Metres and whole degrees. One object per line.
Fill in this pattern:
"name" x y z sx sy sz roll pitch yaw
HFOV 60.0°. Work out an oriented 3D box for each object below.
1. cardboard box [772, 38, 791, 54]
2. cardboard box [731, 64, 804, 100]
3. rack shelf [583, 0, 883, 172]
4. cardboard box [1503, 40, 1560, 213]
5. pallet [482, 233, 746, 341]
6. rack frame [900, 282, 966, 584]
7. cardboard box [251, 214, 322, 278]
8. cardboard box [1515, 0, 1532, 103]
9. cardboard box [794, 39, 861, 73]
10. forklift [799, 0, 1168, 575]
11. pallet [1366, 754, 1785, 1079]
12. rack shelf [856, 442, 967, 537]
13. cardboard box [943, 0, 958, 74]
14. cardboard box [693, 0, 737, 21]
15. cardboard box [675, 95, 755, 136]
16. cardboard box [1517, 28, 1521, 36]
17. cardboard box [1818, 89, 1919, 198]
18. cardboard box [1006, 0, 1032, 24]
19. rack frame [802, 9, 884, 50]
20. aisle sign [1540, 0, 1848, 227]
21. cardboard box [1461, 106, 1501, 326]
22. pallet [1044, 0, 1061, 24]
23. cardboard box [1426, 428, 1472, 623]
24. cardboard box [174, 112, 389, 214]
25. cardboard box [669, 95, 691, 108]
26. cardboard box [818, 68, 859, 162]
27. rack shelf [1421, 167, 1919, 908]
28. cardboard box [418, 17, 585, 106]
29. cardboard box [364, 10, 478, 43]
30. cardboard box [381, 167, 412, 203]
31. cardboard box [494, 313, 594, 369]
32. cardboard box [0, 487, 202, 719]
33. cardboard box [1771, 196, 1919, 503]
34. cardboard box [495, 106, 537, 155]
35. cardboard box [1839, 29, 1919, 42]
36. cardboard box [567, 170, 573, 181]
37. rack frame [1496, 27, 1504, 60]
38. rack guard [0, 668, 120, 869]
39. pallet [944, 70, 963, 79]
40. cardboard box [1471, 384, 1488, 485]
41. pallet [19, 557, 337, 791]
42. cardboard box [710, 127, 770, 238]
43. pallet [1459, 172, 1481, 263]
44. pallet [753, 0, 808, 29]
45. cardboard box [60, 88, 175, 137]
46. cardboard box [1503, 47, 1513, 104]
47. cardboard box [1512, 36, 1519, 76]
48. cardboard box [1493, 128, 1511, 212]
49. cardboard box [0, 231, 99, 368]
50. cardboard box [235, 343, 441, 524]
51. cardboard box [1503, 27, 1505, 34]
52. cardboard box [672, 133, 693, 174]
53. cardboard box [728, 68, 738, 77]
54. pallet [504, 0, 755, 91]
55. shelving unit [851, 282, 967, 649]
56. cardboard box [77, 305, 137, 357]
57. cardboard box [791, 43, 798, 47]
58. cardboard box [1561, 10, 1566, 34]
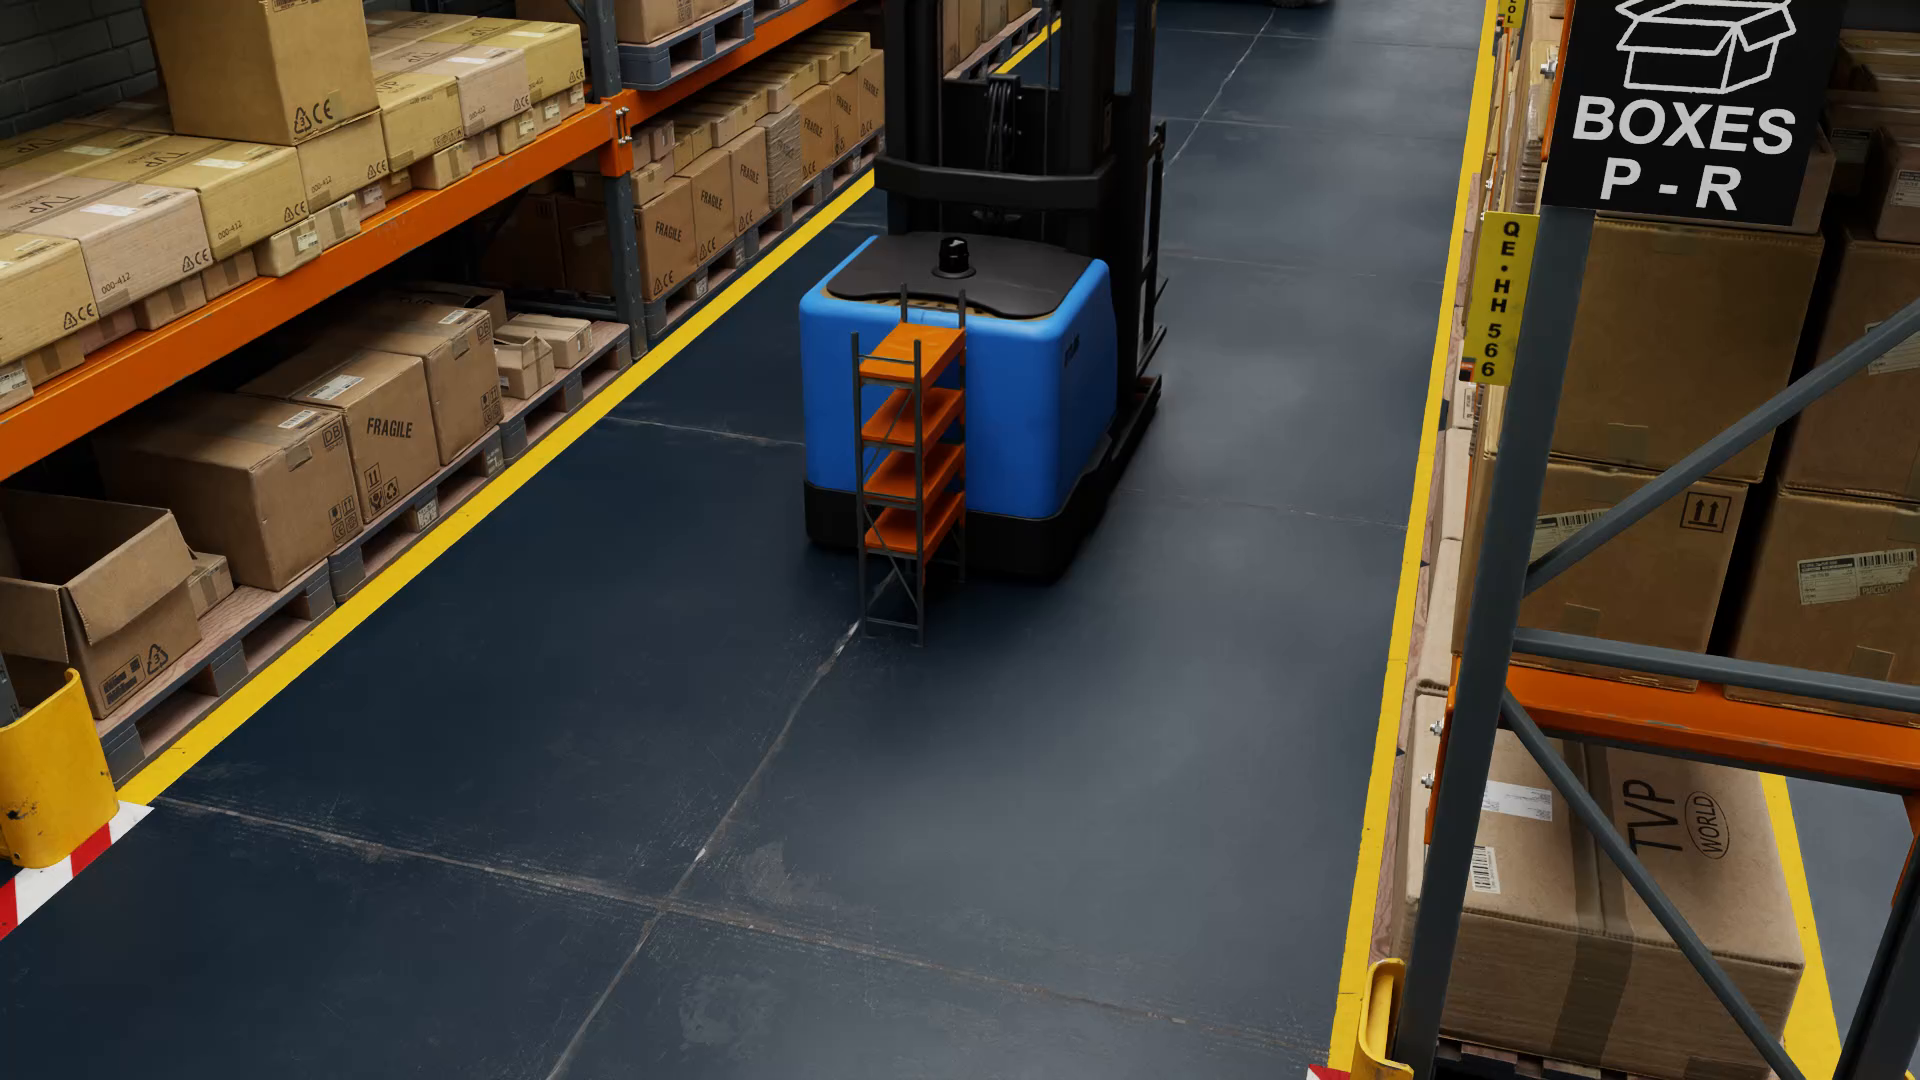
"cardboard box" -1.358 -3.340 11.141 0.380 0.149 0.250 10 31 17
"cardboard box" -1.174 -2.793 10.157 0.380 0.149 0.250 8 30 14
"rack shelf" -1.494 -2.919 9.653 1.077 0.370 4.000 8 30 15
"cardboard box" 1.678 -0.954 4.248 0.500 0.500 0.500 8 30 15
"pallet" -1.879 -1.469 9.174 1.003 0.211 1.213 8 30 15
"rack frame" -0.096 -0.375 6.189 0.240 1.200 0.015 9 30 15
"cardboard box" -2.471 -1.041 5.794 0.380 0.149 0.250 8 30 13
"cardboard box" 2.139 -1.658 5.513 0.500 0.500 0.500 8 30 14
"cardboard box" -0.860 -3.141 10.783 0.380 0.149 0.250 7 30 12
"forklift" 0.317 -1.848 7.056 1.130 2.935 3.031 9 30 15
"pallet" 1.651 1.097 4.561 1.003 0.211 1.213 8 30 15
"rack shelf" -0.170 -0.203 6.019 0.258 0.148 0.480 9 30 15
"cardboard box" -0.527 -3.902 12.689 0.875 0.625 0.625 9 30 17
"cardboard box" -1.573 -2.965 8.460 0.700 0.500 0.500 9 30 15
"cardboard box" -1.398 -2.424 9.493 0.380 0.149 0.250 10 30 17
"cardboard box" 2.556 -2.322 6.707 0.500 0.500 0.500 9 30 16
"cardboard box" 1.869 -0.760 3.233 0.380 0.149 0.250 9 30 16
"cardboard box" 0.125 -4.924 14.526 0.875 0.625 0.625 10 31 17
"rack frame" -0.907 -4.163 11.148 1.000 3.000 0.127 8 30 15
"aisle sign" 1.173 -0.886 2.583 0.394 0.787 0.004 8 30 15
"cardboard box" 3.028 -1.573 8.246 0.875 0.875 0.875 9 30 16
"pallet" 0.540 -5.167 15.821 1.003 0.211 1.213 8 30 15
"cardboard box" 2.116 0.031 5.813 0.875 0.438 0.875 8 30 13
"cardboard box" -2.441 -1.393 6.018 0.500 0.250 0.500 8 30 14
"cardboard box" -1.806 -2.612 9.832 0.380 0.149 0.250 7 30 13
"cardboard box" -0.983 -2.796 10.830 0.500 0.500 0.500 8 30 14
"rack shelf" 2.078 -0.354 5.041 1.077 0.370 4.000 8 30 15
"cardboard box" -1.998 -2.097 7.283 0.500 0.250 0.500 9 30 16
"cardboard box" -2.485 -2.177 7.427 0.500 0.250 0.500 8 30 14
"cardboard box" -2.376 -1.417 6.471 0.380 0.149 0.250 9 30 16
"cardboard box" -1.964 -0.941 7.857 0.380 0.149 0.250 8 30 13
"cardboard box" -2.985 0.191 5.457 0.797 0.503 0.637 7 30 13
"cardboard box" 1.904 -0.402 3.256 0.500 0.500 0.500 8 30 14
"cardboard box" -2.042 -1.762 7.090 0.380 0.149 0.250 9 30 16
"cardboard box" 2.141 -1.119 3.878 0.380 0.149 0.250 9 30 15
"cardboard box" -2.177 -2.014 8.757 0.380 0.149 0.250 9 30 15
"rack frame" 5.013 -5.316 13.220 1.000 3.000 0.127 8 30 15
"rack guard" -3.233 0.612 5.136 1.175 0.500 0.348 8 30 15
"pallet" -0.628 -3.322 12.504 1.003 0.211 1.213 8 30 15
"cardboard box" 1.541 -0.276 4.057 0.500 0.500 0.500 8 30 14
"pallet" -3.000 0.367 5.873 1.003 0.211 1.213 8 30 15
"cardboard box" -1.427 -2.068 9.522 0.500 0.500 0.500 8 30 13
"pallet" 3.536 -1.883 9.917 1.003 0.211 1.213 8 30 15
"pallet" -1.474 -3.175 9.569 1.003 0.211 1.213 8 30 15
"cardboard box" -2.918 -1.473 6.161 0.500 0.250 0.500 8 30 15
"cardboard box" 2.706 -2.013 7.438 0.500 0.250 0.500 8 30 14
"cardboard box" 2.562 -1.990 6.882 0.500 0.250 0.500 8 30 15
"cardboard box" 1.973 -0.997 5.354 0.500 0.500 0.500 9 30 15
"cardboard box" -2.865 -0.682 4.739 0.500 0.250 0.500 9 30 15
"cardboard box" -2.446 -0.431 6.578 0.500 0.500 0.500 9 30 16
"cardboard box" 4.654 -3.772 12.716 0.950 0.372 0.625 10 31 18
"cardboard box" -1.650 -2.068 8.855 0.380 0.149 0.250 7 30 12
"cardboard box" -1.627 -2.980 10.494 0.380 0.149 0.250 7 30 13
"pallet" -1.742 -2.576 8.493 1.003 0.211 1.213 8 30 15
"shelving unit" -0.170 -0.262 5.986 0.258 1.200 0.503 9 30 15
"cardboard box" -2.822 -0.701 5.183 0.380 0.149 0.250 8 30 14
"cardboard box" -1.299 -3.099 11.374 0.500 0.500 0.500 10 31 17
"cardboard box" 1.727 -1.299 4.201 0.380 0.149 0.250 9 30 16
